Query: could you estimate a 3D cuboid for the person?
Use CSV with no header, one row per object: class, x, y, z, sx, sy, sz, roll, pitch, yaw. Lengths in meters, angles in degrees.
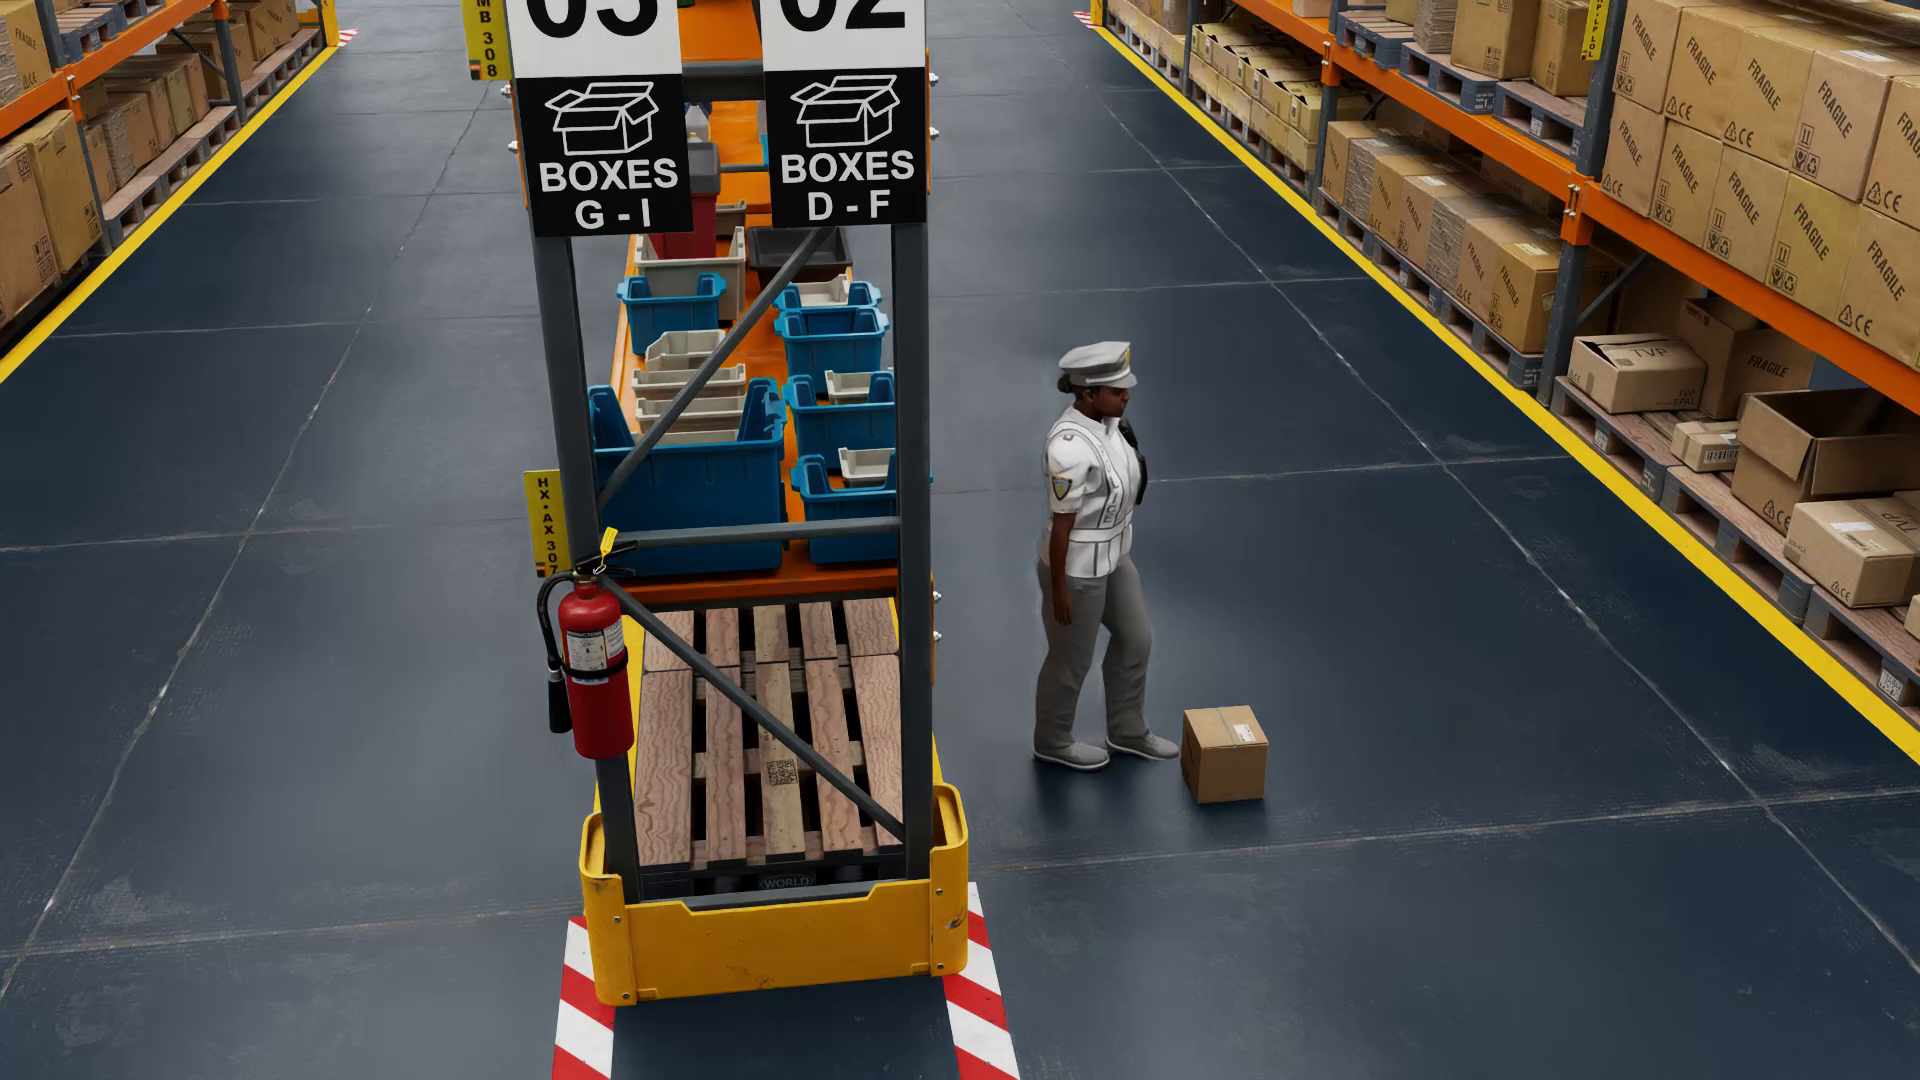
person,0.536,0.108,5.919,0.516,1.691,0.455,12,30,22
